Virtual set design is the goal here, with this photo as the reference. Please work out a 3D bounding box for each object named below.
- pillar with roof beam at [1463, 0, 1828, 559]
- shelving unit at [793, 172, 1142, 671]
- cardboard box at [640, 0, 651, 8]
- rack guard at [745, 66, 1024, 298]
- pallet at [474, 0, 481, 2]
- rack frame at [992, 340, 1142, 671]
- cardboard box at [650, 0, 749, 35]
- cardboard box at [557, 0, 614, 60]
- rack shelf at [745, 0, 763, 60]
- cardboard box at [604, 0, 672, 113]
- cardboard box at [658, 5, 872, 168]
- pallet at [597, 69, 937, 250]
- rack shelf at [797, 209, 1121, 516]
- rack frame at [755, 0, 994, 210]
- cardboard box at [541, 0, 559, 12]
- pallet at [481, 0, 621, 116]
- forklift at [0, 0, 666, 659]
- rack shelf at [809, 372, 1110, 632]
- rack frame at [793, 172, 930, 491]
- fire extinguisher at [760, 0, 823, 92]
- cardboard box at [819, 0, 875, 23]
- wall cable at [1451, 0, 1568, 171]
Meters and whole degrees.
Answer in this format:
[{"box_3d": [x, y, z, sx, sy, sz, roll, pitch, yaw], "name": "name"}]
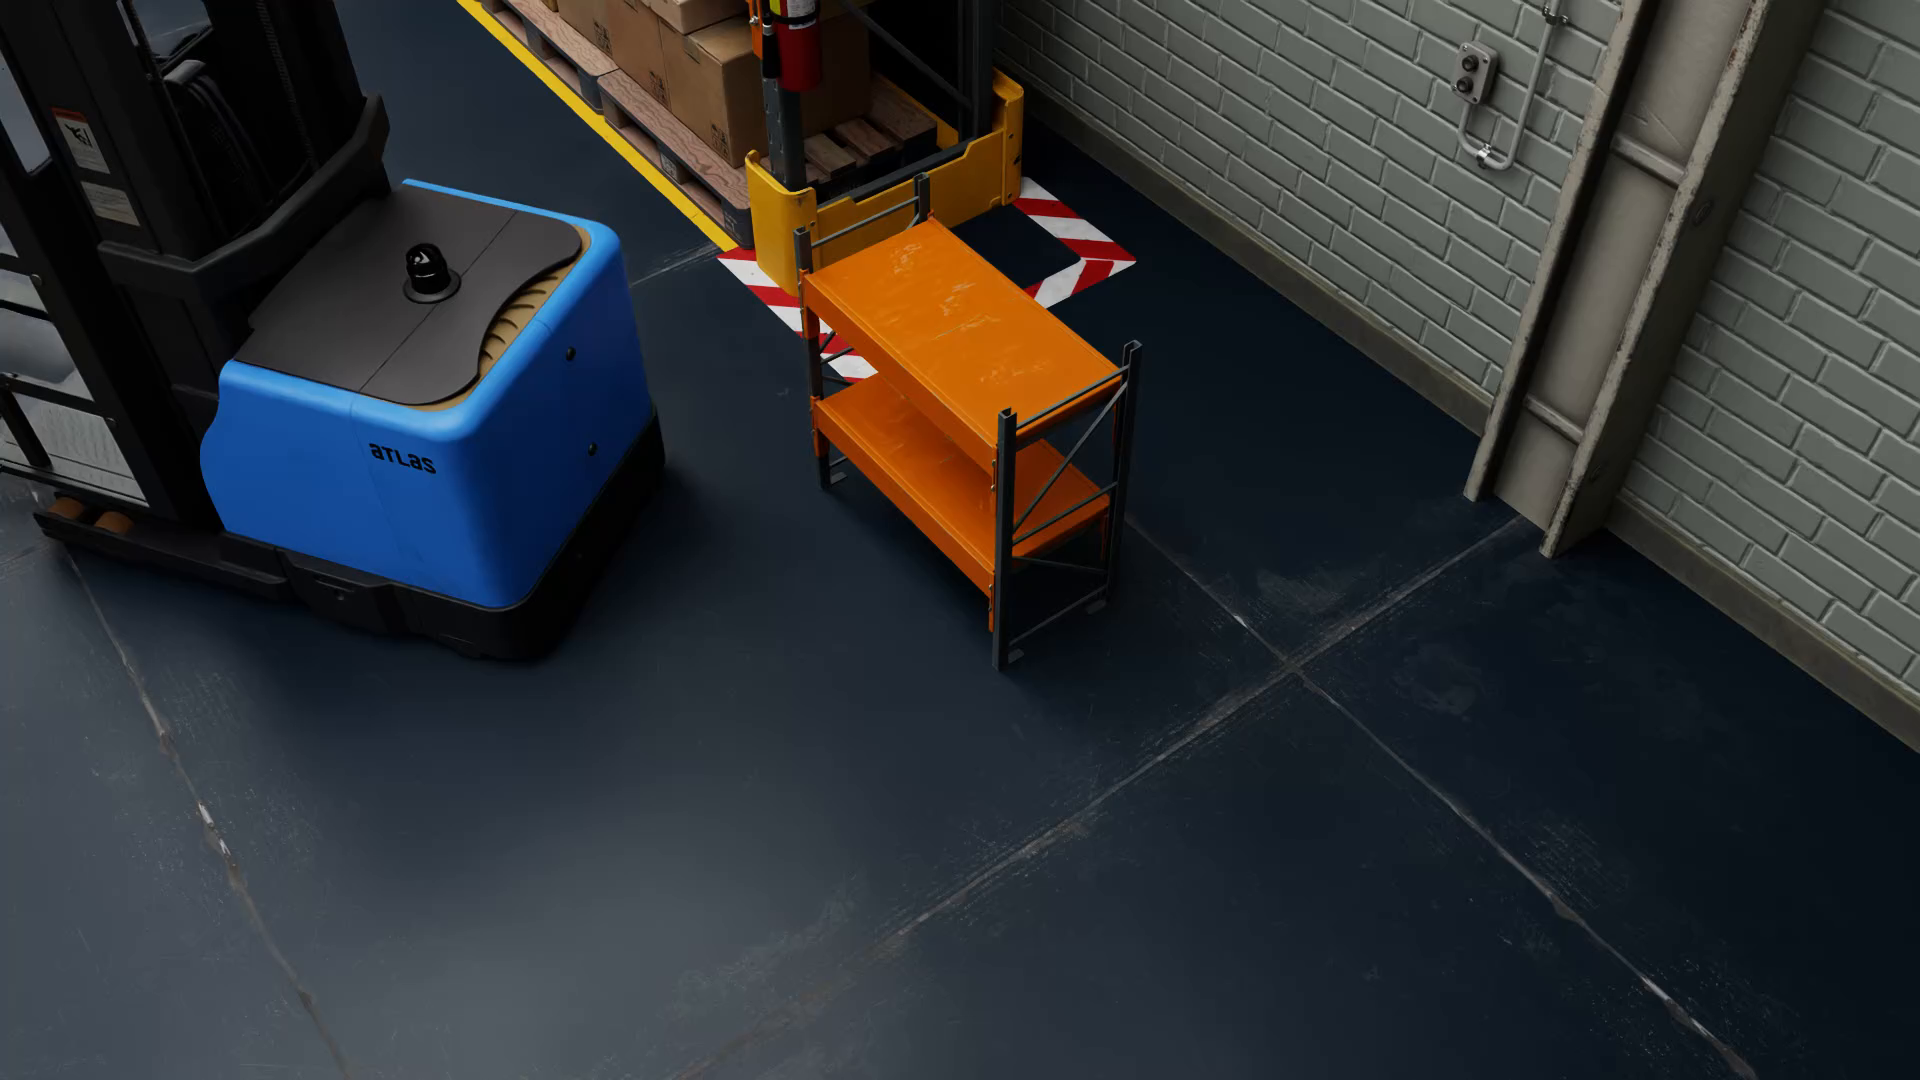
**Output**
[{"box_3d": [-1.403, -1.208, 0.771, 9.100, 9.000, 0.400, -29, 54, -24], "name": "pillar with roof beam"}, {"box_3d": [0.004, -0.374, 5.330, 0.538, 1.125, 1.048, -29, 54, -24], "name": "shelving unit"}, {"box_3d": [-1.181, -2.360, 6.831, 0.380, 0.149, 0.250, -28, 54, -23], "name": "cardboard box"}, {"box_3d": [-0.285, -1.475, 6.750, 1.175, 0.500, 0.348, -29, 54, -24], "name": "rack guard"}, {"box_3d": [-2.324, -3.267, 8.569, 1.003, 0.211, 1.213, -29, 54, -24], "name": "pallet"}, {"box_3d": [0.312, -0.074, 5.058, 0.500, 1.125, 0.032, -29, 54, -24], "name": "rack frame"}, {"box_3d": [-1.026, -2.210, 6.694, 0.380, 0.149, 0.250, -30, 54, -24], "name": "cardboard box"}, {"box_3d": [-1.411, -2.589, 7.476, 0.700, 0.500, 0.500, -31, 55, -25], "name": "cardboard box"}, {"box_3d": [-1.511, -3.266, 7.172, 1.077, 0.370, 4.000, -29, 54, -24], "name": "rack shelf"}, {"box_3d": [-1.106, -2.293, 7.208, 0.700, 0.500, 0.500, -30, 54, -24], "name": "cardboard box"}, {"box_3d": [-0.803, -1.998, 6.940, 0.700, 0.500, 0.500, -29, 54, -24], "name": "cardboard box"}, {"box_3d": [-0.846, -1.828, 7.265, 1.003, 0.211, 1.213, -29, 54, -24], "name": "pallet"}, {"box_3d": [0.004, -0.570, 5.113, 0.538, 0.278, 1.000, -29, 54, -24], "name": "rack shelf"}, {"box_3d": [-0.300, -2.328, 5.836, 1.000, 3.000, 0.127, -29, 54, -24], "name": "rack frame"}, {"box_3d": [-1.740, -2.900, 7.758, 0.700, 0.500, 0.500, -28, 54, -23], "name": "cardboard box"}, {"box_3d": [-1.581, -2.547, 7.917, 1.003, 0.211, 1.213, -29, 54, -24], "name": "pallet"}, {"box_3d": [-2.619, -1.274, 4.927, 3.031, 2.935, 1.130, 15, 49, 13], "name": "forklift"}, {"box_3d": [0.004, -0.210, 5.511, 0.538, 0.278, 1.000, -29, 54, -24], "name": "rack shelf"}, {"box_3d": [-0.304, -0.674, 5.601, 0.500, 1.125, 0.032, -29, 54, -24], "name": "rack frame"}, {"box_3d": [-0.576, -1.881, 5.735, 0.296, 0.674, 0.183, -29, 54, -24], "name": "fire extinguisher"}, {"box_3d": [-0.568, -2.232, 6.714, 0.380, 0.149, 0.250, -29, 54, -24], "name": "cardboard box"}, {"box_3d": [1.228, -2.339, 5.160, 0.084, 1.984, 1.851, -29, 54, -24], "name": "wall cable"}]
